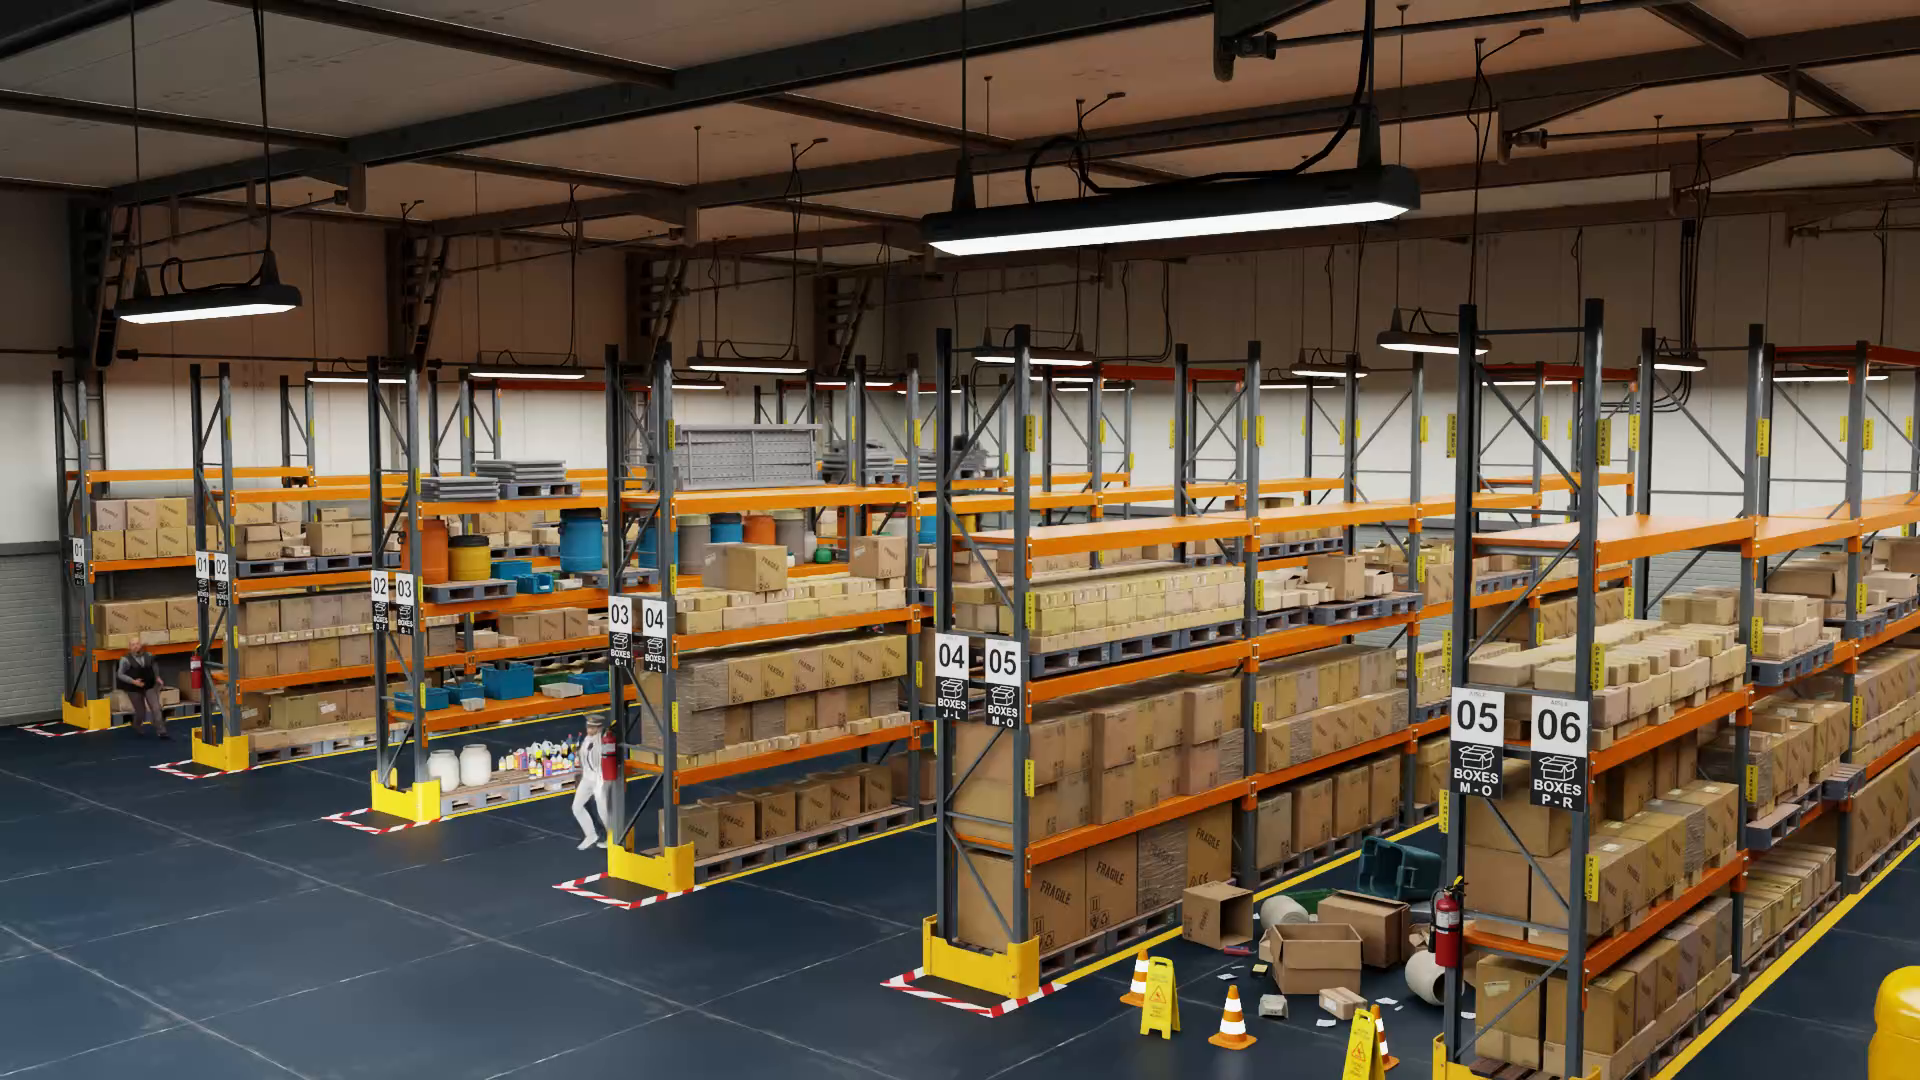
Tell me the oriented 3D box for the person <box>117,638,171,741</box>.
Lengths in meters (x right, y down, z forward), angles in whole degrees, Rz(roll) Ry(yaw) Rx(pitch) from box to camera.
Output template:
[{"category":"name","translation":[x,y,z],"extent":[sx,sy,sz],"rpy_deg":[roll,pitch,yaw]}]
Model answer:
[{"category":"person","translation":[-13.058,2.384,26.517],"extent":[1.023,1.659,0.699],"rpy_deg":[4,6,42]}]

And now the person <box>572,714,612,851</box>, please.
[{"category":"person","translation":[-4.337,2.908,19.920],"extent":[0.548,1.677,0.556],"rpy_deg":[-4,6,-42]}]
